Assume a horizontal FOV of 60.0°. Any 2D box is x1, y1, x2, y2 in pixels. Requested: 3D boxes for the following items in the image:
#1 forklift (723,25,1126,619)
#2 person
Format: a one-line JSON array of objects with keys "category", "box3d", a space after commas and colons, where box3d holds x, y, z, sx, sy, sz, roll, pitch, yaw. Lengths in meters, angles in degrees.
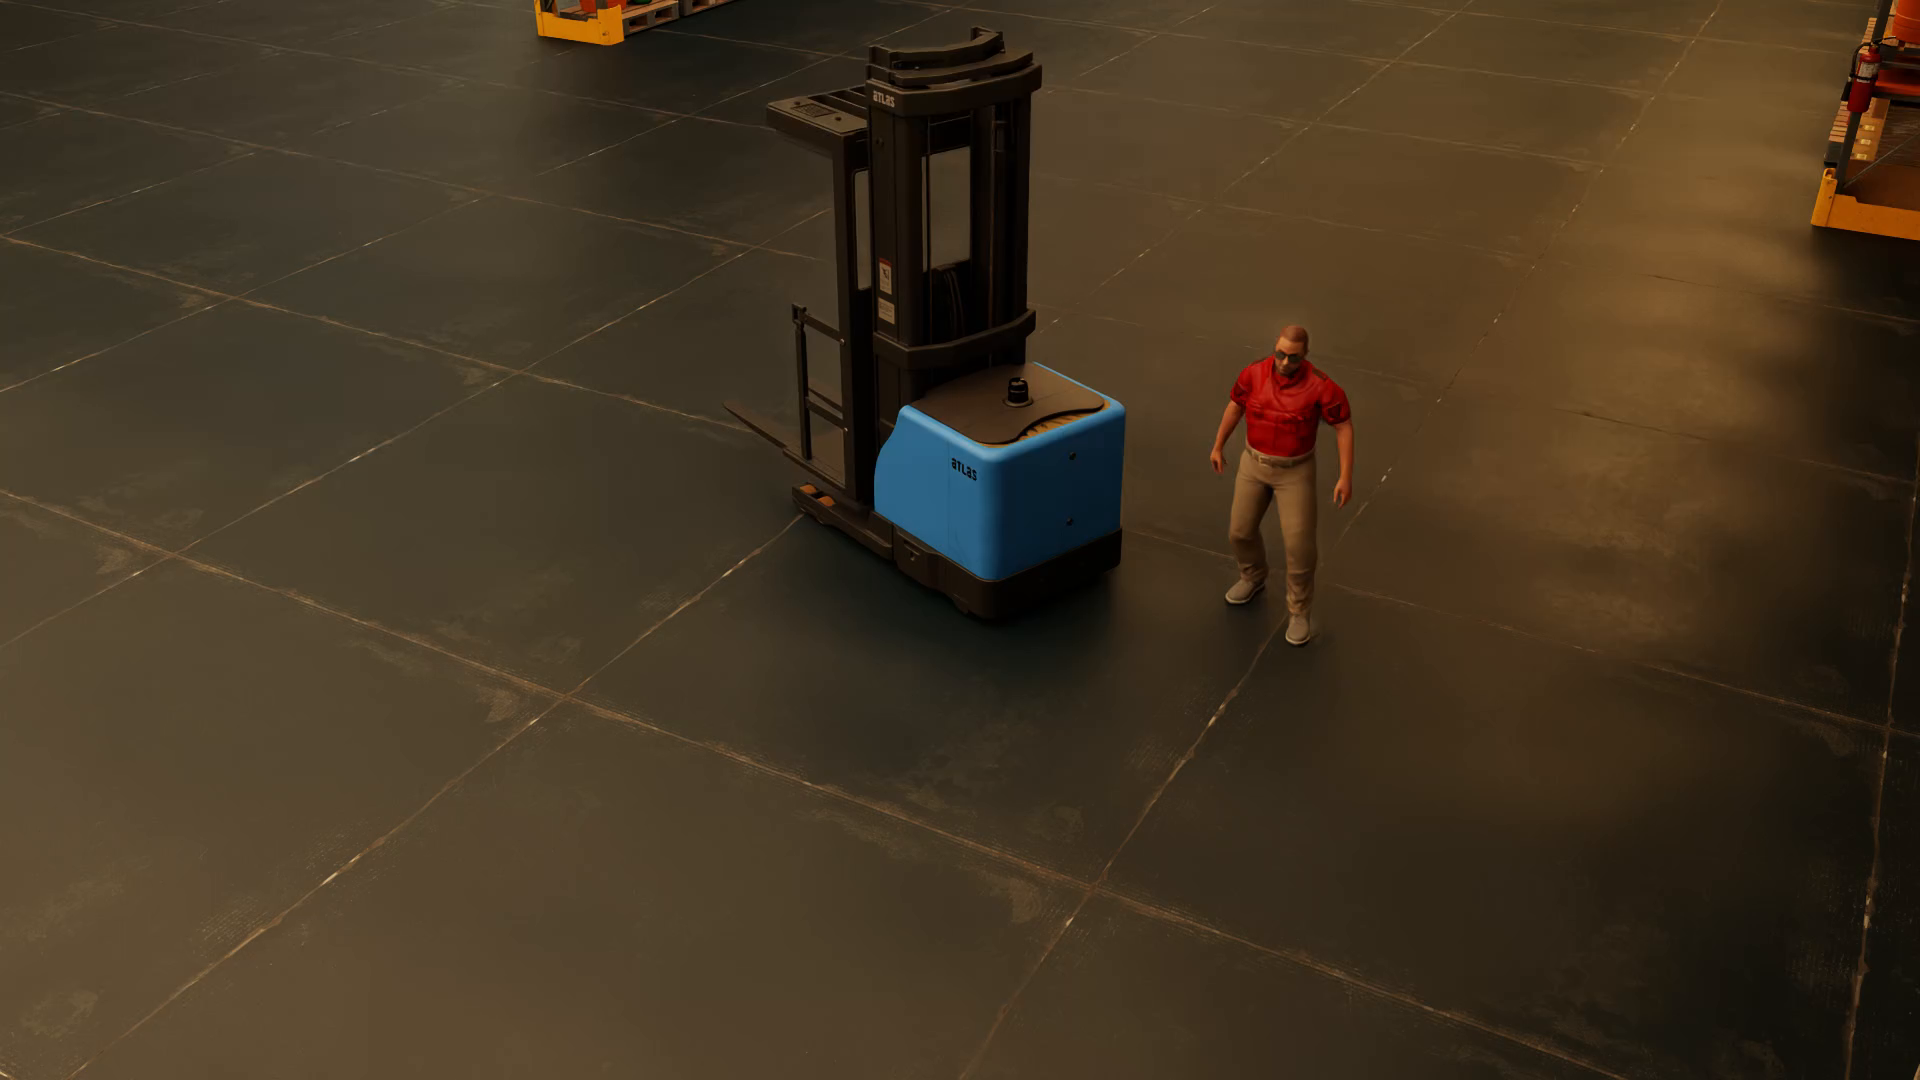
[{"category": "forklift", "box3d": [-0.382, -1.507, 9.682, 1.130, 2.935, 3.031, -22, 37, -33]}, {"category": "person", "box3d": [1.683, -0.346, 8.911, 0.823, 1.693, 0.547, 17, 34, 27]}]
